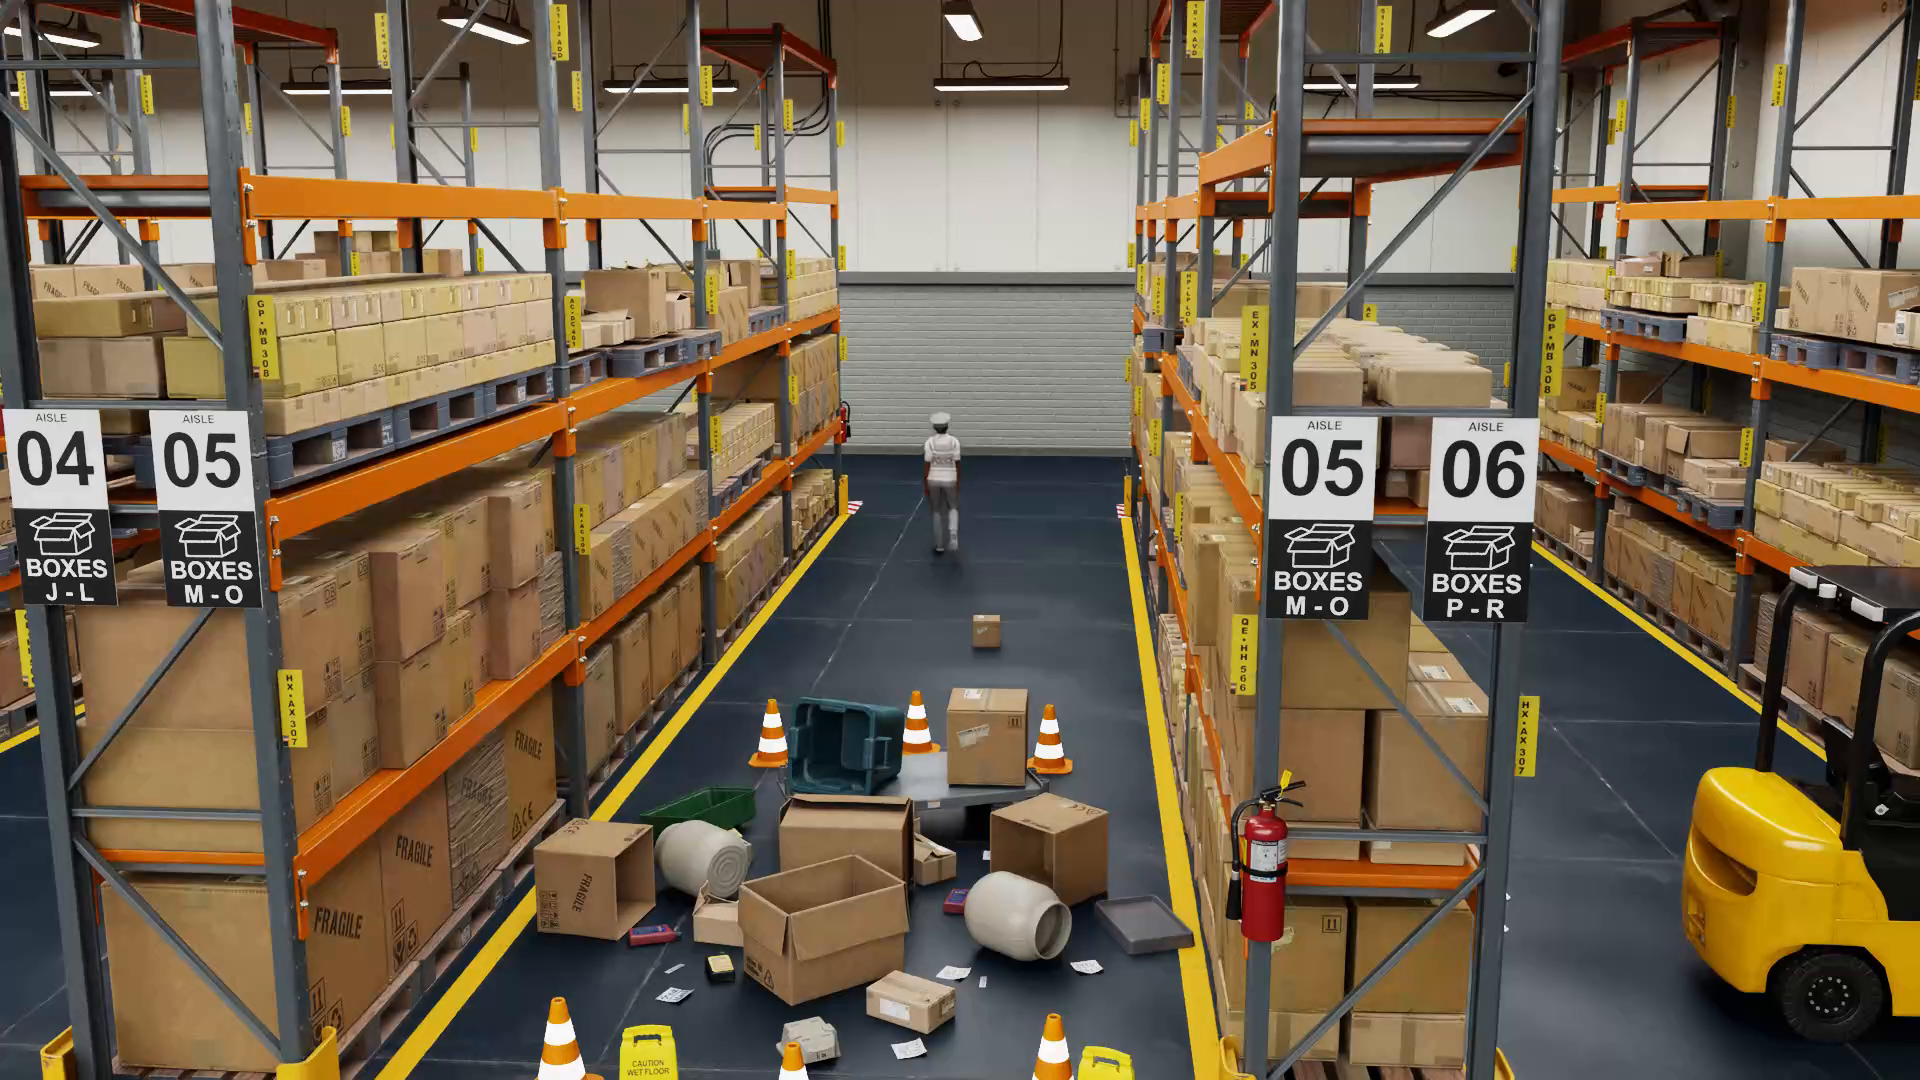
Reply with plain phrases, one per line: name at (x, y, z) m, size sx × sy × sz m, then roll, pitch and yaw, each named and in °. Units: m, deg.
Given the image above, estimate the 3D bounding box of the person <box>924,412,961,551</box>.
person at (-0.208, -0.683, 19.814) m, size 0.448 × 1.678 × 0.549 m, roll -1°, pitch 11°, yaw -5°
